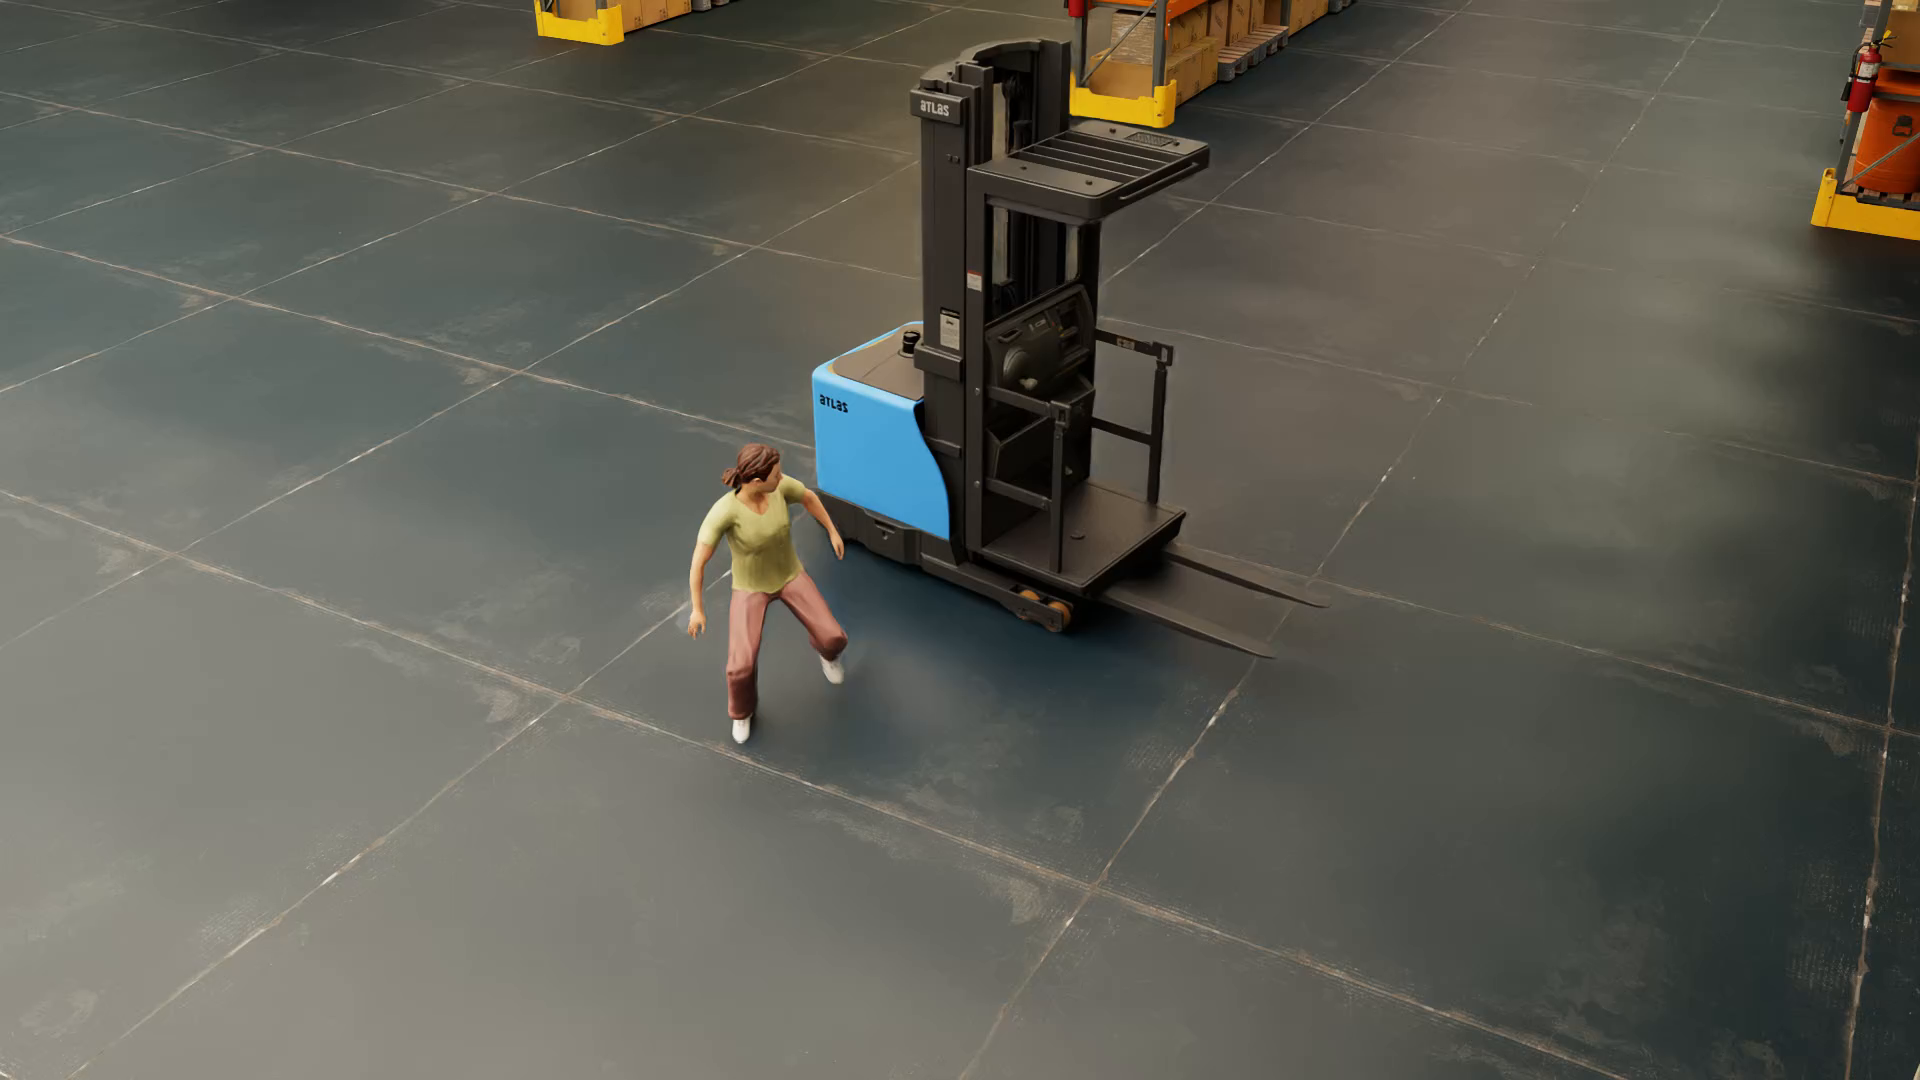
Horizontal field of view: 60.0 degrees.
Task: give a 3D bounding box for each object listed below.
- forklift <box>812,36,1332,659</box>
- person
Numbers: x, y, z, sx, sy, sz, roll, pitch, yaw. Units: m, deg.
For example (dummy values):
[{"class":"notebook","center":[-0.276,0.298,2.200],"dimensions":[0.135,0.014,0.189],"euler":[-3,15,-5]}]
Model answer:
[{"class":"forklift","center":[0.607,-1.065,8.915],"dimensions":[3.031,2.935,1.130],"euler":[21,36,32]},{"class":"person","center":[-0.932,0.226,8.099],"dimensions":[0.890,1.561,0.496],"euler":[-13,32,-21]}]
